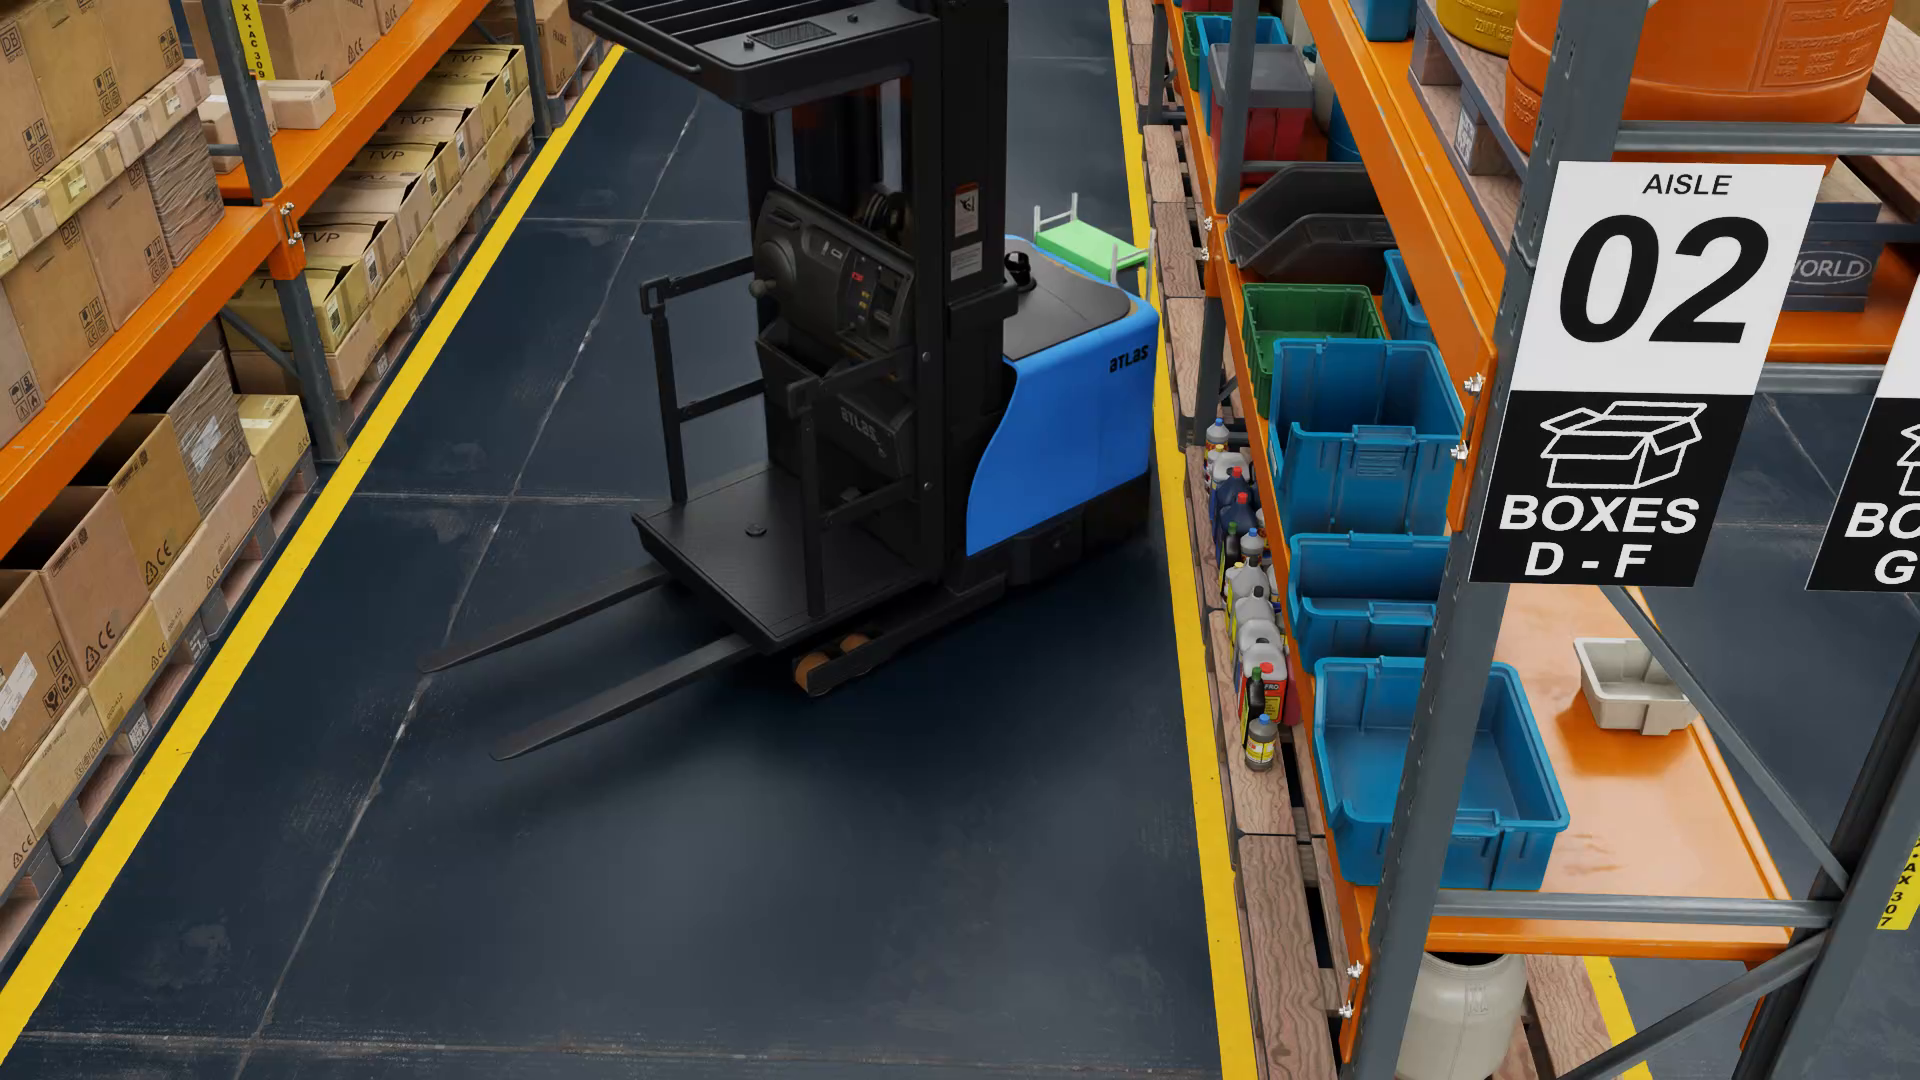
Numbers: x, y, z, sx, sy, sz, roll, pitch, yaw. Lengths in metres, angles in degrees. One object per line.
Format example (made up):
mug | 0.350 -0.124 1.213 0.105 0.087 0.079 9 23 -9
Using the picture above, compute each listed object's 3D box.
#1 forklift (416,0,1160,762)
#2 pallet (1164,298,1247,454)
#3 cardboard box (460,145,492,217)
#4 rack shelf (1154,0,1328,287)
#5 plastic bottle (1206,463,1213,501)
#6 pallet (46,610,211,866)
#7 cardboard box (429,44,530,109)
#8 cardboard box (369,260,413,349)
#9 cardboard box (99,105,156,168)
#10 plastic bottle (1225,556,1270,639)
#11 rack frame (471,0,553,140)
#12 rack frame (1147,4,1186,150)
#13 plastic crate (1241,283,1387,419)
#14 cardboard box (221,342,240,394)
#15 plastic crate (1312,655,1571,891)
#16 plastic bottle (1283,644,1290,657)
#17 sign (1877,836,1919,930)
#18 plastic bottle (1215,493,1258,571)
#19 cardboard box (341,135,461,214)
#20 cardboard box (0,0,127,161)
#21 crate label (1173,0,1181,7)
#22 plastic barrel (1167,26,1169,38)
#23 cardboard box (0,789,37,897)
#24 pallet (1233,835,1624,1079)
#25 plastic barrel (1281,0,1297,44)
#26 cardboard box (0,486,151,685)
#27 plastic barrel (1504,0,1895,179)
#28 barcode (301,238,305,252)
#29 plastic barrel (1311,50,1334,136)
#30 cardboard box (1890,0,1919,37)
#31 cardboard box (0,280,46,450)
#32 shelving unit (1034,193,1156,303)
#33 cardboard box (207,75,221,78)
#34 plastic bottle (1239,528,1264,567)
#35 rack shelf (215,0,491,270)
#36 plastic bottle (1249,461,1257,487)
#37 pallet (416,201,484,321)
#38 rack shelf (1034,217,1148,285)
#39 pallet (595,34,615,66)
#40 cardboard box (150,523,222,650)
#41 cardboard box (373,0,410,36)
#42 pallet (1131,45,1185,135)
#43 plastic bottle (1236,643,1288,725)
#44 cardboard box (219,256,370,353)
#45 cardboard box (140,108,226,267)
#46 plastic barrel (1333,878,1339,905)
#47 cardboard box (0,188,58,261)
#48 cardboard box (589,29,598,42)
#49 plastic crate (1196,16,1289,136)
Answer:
forklift | -0.641 -0.944 6.044 3.031 2.935 1.130 -25 42 -31
pallet | 1.554 -0.824 8.238 1.003 0.211 1.213 1 35 2
cardboard box | -3.045 -2.081 9.628 0.500 0.250 0.500 2 35 3
rack shelf | 1.642 -2.367 8.635 1.077 0.370 4.000 1 35 2
plastic bottle | 1.102 -0.258 7.059 0.097 0.201 0.097 0 35 0
pallet | -3.508 0.671 6.112 1.003 0.211 1.213 1 35 2
cardboard box | -3.002 -2.897 10.301 0.500 0.311 0.500 2 35 3
cardboard box | -3.102 -1.195 8.368 0.500 0.250 0.500 2 35 3
cardboard box | -3.205 -1.482 6.098 0.380 0.149 0.250 0 35 1
plastic bottle | 1.090 0.198 6.280 0.144 0.351 0.185 1 35 2
rack frame | -3.227 -3.927 10.229 1.000 3.000 0.127 1 35 2
rack frame | 1.722 -3.811 10.063 1.000 3.000 0.127 1 35 2
plastic crate | 1.225 -0.652 5.754 0.450 0.188 0.662 1 35 2
cardboard box | -3.661 -0.921 7.978 0.500 0.250 0.500 1 35 1
plastic crate | 1.122 0.552 3.985 0.499 0.251 0.616 1 35 2
plastic bottle | 1.205 0.454 6.047 0.097 0.201 0.097 0 35 0
sign | 1.950 0.688 3.422 0.100 0.325 0.005 1 35 2
plastic bottle | 1.107 -0.046 6.628 0.144 0.351 0.185 0 35 0
cardboard box | -3.062 -2.020 9.054 0.500 0.311 0.500 2 35 3
cardboard box | -3.418 -1.655 5.781 0.700 0.500 0.500 1 35 2
crate label | 1.412 -3.260 9.250 0.502 0.435 0.616 1 35 2
plastic barrel | 1.770 -3.926 11.960 0.600 0.588 0.708 1 35 2
cardboard box | -3.288 1.032 5.199 0.500 0.250 0.500 1 35 2
pallet | 1.395 1.415 5.053 1.003 0.211 1.213 1 35 2
plastic barrel | 1.866 -2.783 8.483 0.433 0.535 0.433 0 35 0
cardboard box | -3.242 0.151 5.801 0.500 0.500 0.500 1 35 2
plastic barrel | 1.293 -1.071 2.818 0.600 0.830 0.708 1 35 2
barcode | -2.962 -1.316 7.470 0.001 0.075 0.075 1 35 2
plastic barrel | 1.819 -2.113 7.529 0.433 0.535 0.433 0 35 0
cardboard box | 6.720 -3.395 10.954 1.225 0.875 0.875 0 35 0
cardboard box | -3.457 -0.529 5.307 0.700 0.500 0.500 2 35 3
shelving unit | 0.576 -0.889 7.471 0.258 1.200 0.503 -25 42 -31
cardboard box | -3.536 -2.083 7.723 0.396 0.266 0.258 1 35 1
plastic bottle | 1.138 0.072 6.529 0.097 0.271 0.097 0 35 0
rack shelf | -3.307 -2.484 8.801 1.077 0.370 4.000 1 35 2
plastic bottle | 1.231 -0.220 6.934 0.061 0.283 0.133 1 35 2
pallet | -3.351 -1.615 9.364 1.003 0.211 1.213 1 35 2
rack shelf | 0.576 -1.229 7.232 0.258 0.148 0.480 -25 42 -31
pallet | -3.108 -3.913 12.635 1.003 0.211 1.213 1 35 2
cardboard box | -3.223 0.170 6.425 0.500 0.250 0.500 1 35 2
cardboard box | -3.278 -3.004 8.828 0.500 0.500 0.500 0 35 -1
pallet | 1.712 -3.124 11.511 1.003 0.211 1.213 1 35 2
plastic bottle | 1.074 0.511 5.901 0.152 0.276 0.135 2 35 2
cardboard box | -3.122 -1.137 7.797 0.500 0.311 0.500 1 35 2
cardboard box | -3.399 -1.415 6.567 0.700 0.500 0.500 0 35 1
plastic barrel | 1.371 0.964 5.068 0.421 0.512 0.421 0 35 0
cardboard box | -3.237 -1.045 5.477 0.380 0.149 0.250 2 35 3
cardboard box | -2.883 -3.928 12.022 0.500 0.500 0.500 1 35 1
plastic crate | 1.295 -2.147 7.710 0.392 0.384 0.575 1 35 2
